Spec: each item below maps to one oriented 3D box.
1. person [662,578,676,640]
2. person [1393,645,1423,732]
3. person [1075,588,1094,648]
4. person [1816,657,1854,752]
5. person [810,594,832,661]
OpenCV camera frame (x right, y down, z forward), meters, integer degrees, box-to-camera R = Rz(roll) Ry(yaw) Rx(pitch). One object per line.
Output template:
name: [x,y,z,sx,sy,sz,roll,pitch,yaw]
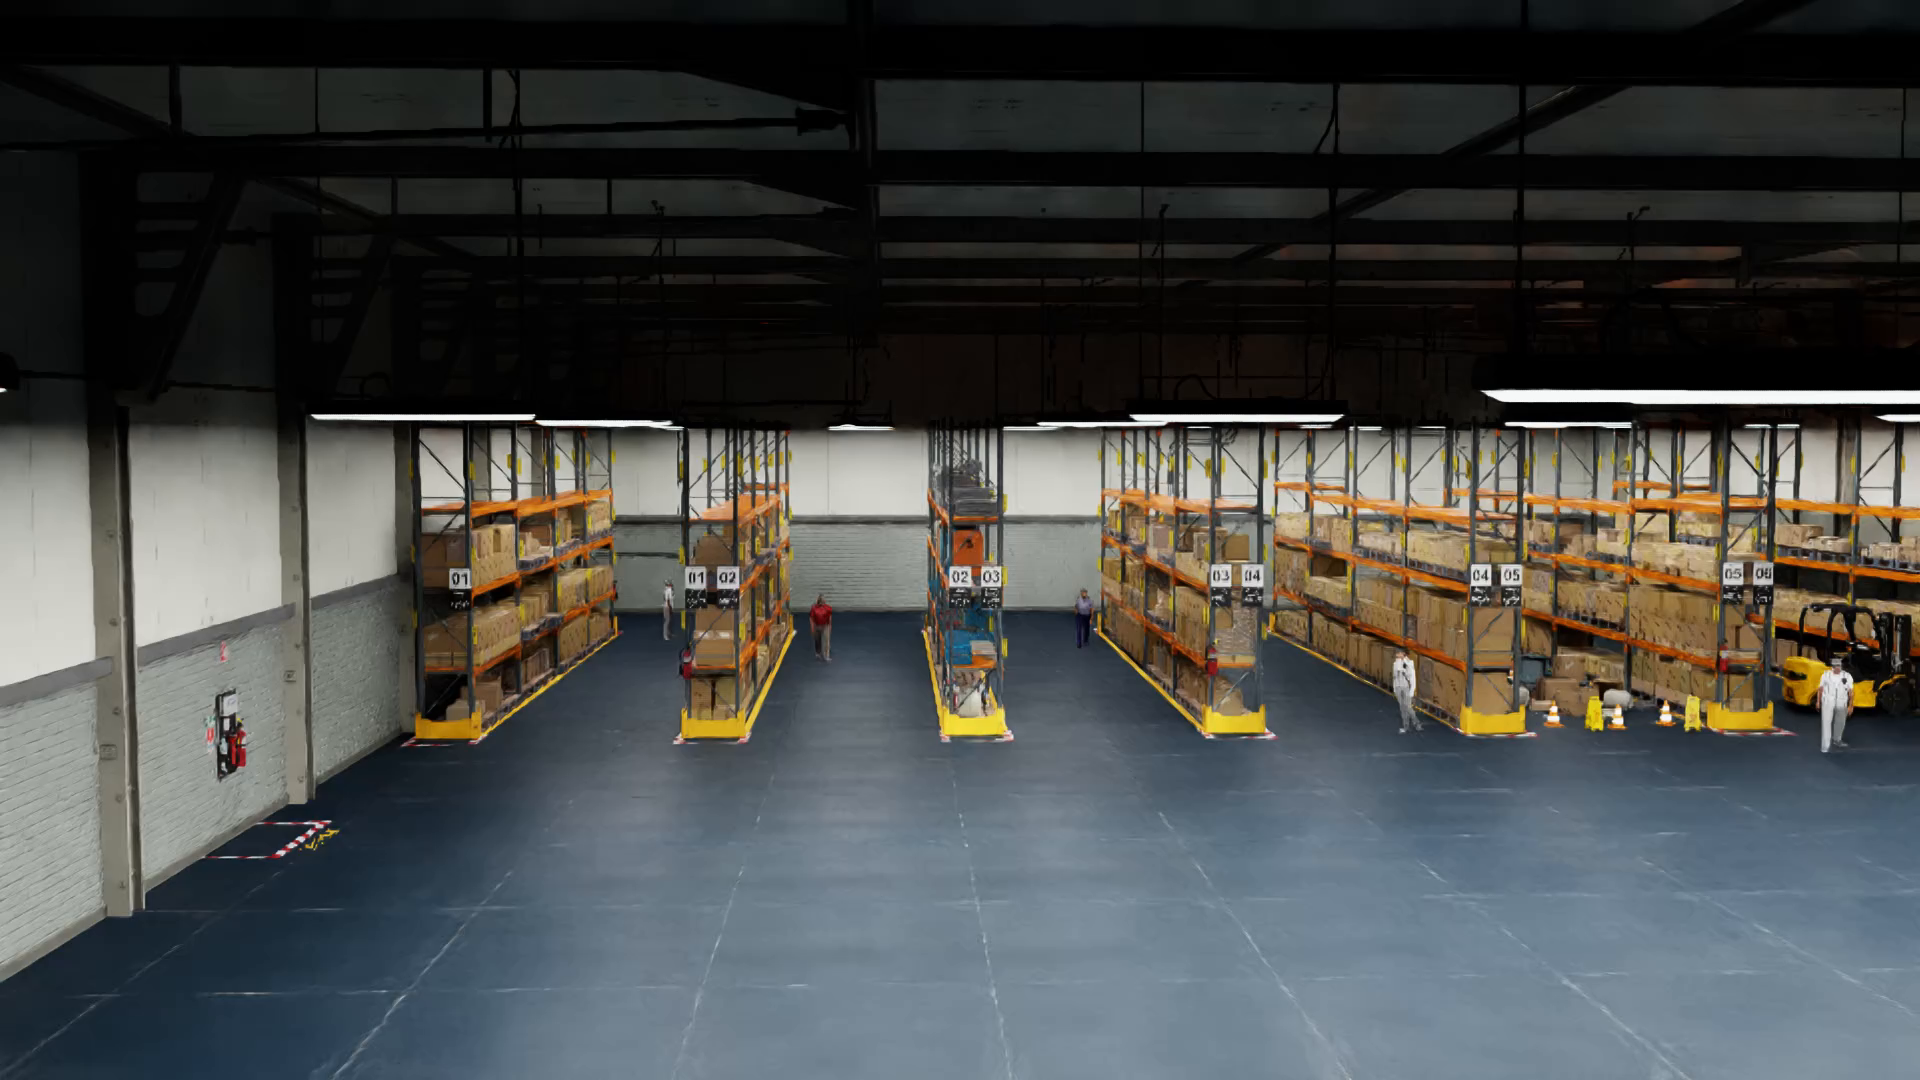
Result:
person: [-8.015,1.881,45.781,0.367,1.688,0.611,-1,4,-11]
person: [8.474,2.824,31.565,0.437,1.659,0.621,-3,5,-38]
person: [3.300,2.055,44.088,0.480,1.552,1.094,0,4,0]
person: [15.684,2.930,29.799,0.586,1.702,0.982,1,4,21]
person: [-3.475,2.169,41.513,0.547,1.640,1.116,0,4,-5]
